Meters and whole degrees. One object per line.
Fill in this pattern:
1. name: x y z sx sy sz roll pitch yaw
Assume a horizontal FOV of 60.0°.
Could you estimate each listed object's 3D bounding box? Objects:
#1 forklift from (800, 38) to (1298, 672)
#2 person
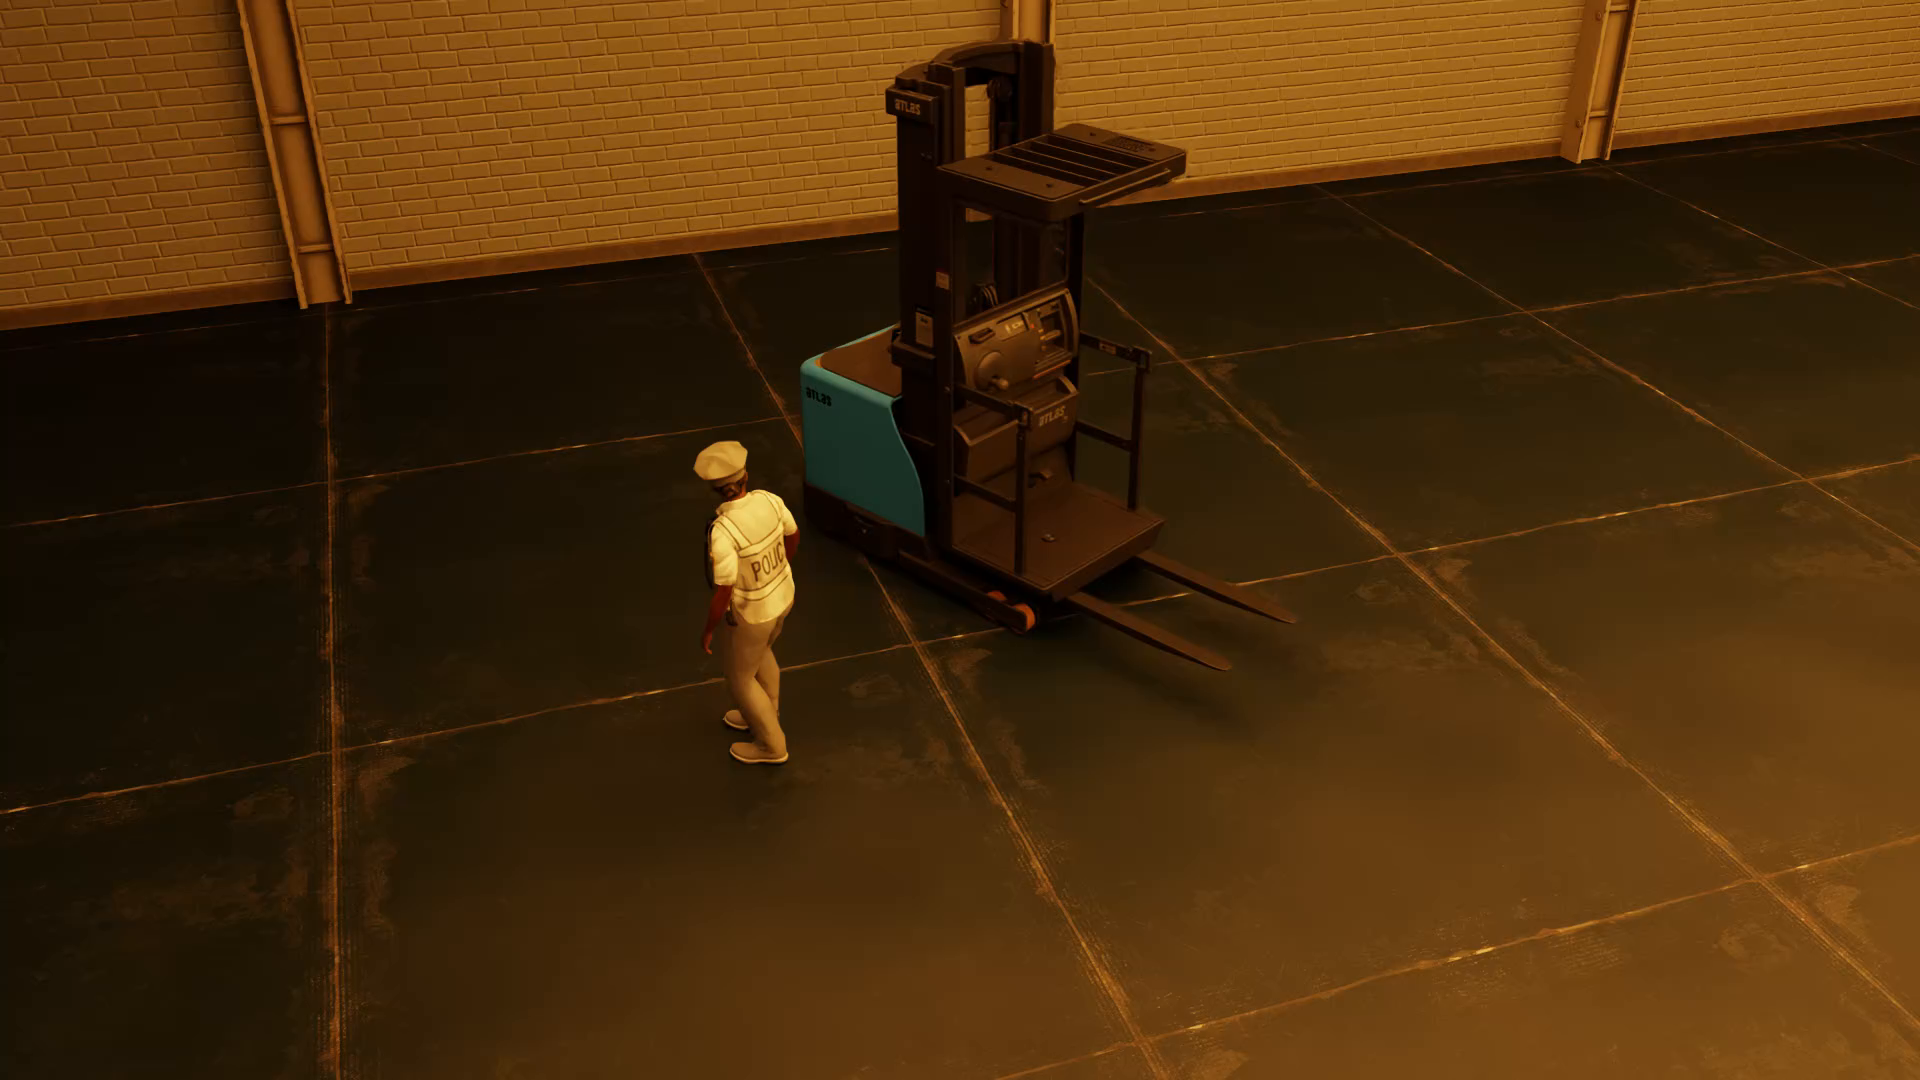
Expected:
1. forklift: 0.470 -1.051 8.914 3.031 2.935 1.130 25 38 36
2. person: -1.027 0.304 7.844 0.471 1.654 0.651 13 32 21
